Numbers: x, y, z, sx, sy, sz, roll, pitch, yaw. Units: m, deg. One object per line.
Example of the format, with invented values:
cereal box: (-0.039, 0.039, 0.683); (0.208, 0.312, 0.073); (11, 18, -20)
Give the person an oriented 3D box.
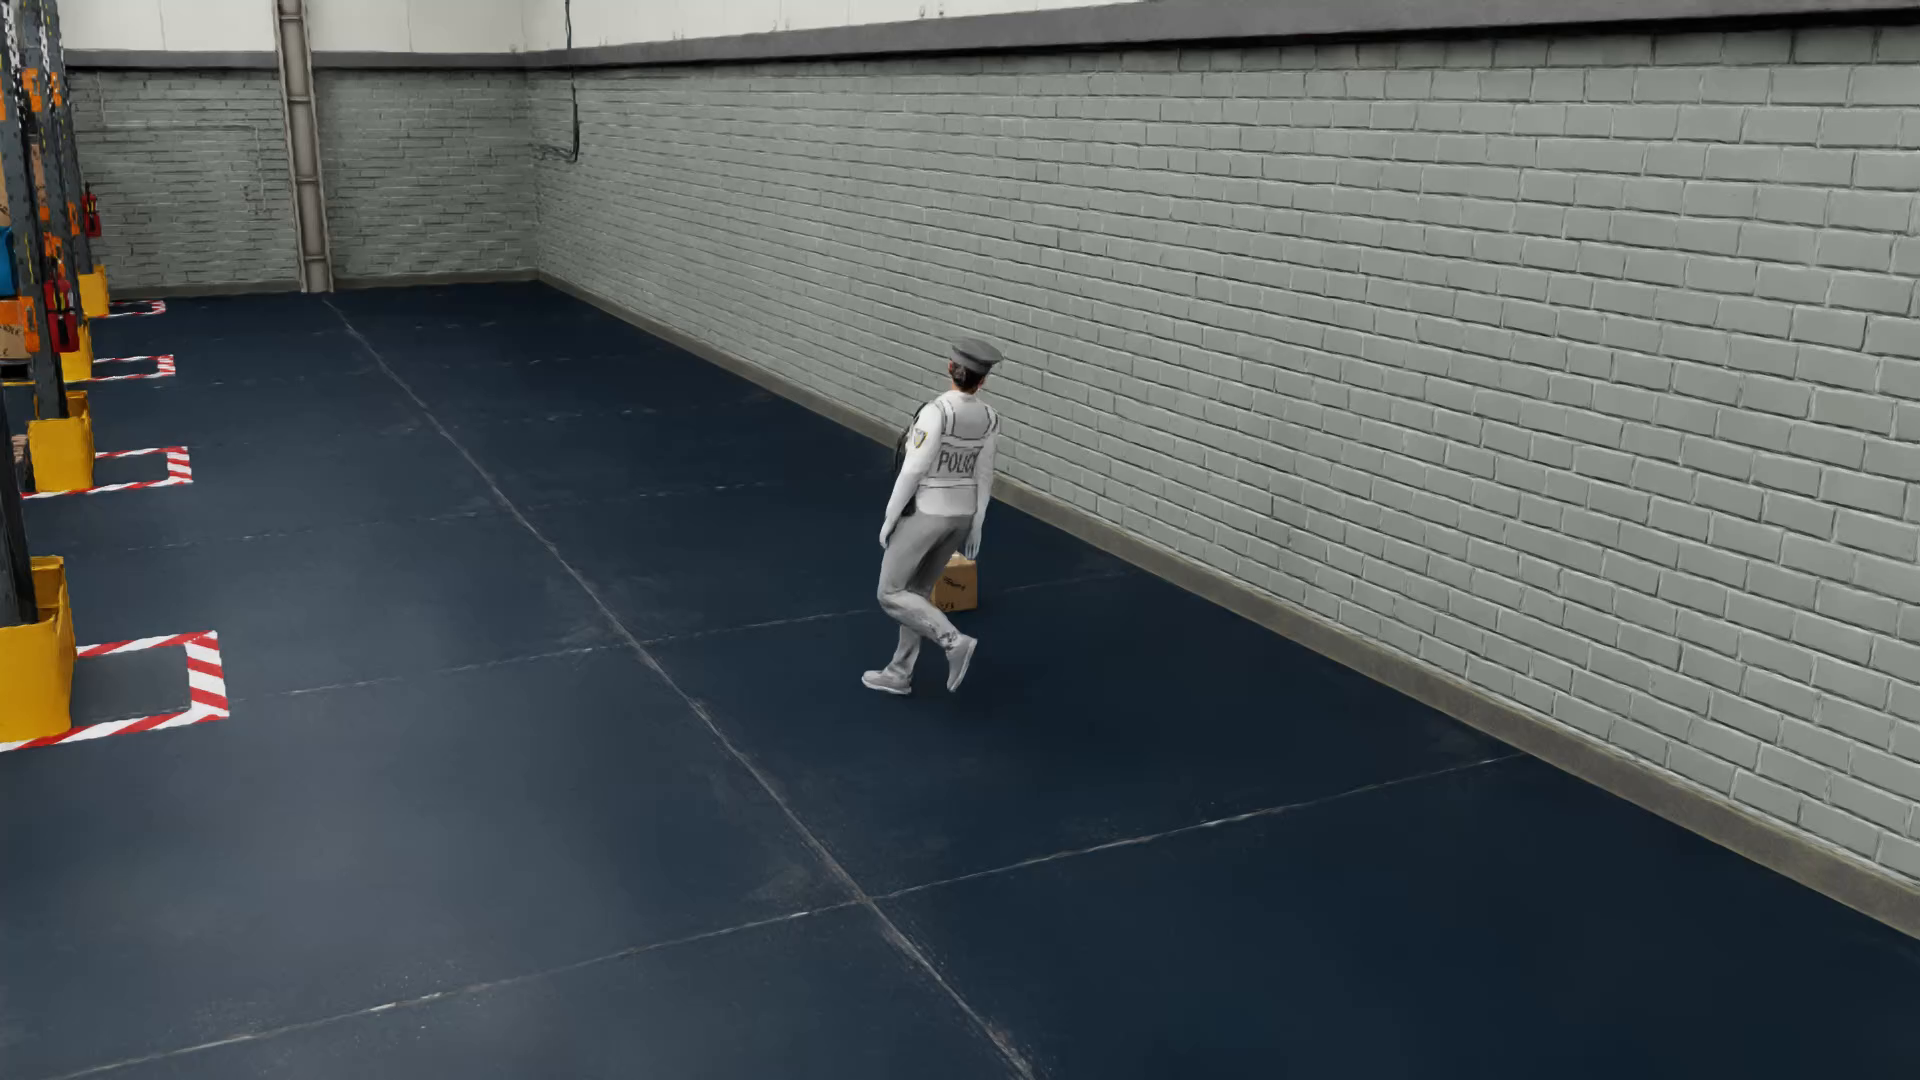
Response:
person: (-0.099, -0.088, 7.395); (0.701, 1.625, 0.535); (15, 21, 42)
